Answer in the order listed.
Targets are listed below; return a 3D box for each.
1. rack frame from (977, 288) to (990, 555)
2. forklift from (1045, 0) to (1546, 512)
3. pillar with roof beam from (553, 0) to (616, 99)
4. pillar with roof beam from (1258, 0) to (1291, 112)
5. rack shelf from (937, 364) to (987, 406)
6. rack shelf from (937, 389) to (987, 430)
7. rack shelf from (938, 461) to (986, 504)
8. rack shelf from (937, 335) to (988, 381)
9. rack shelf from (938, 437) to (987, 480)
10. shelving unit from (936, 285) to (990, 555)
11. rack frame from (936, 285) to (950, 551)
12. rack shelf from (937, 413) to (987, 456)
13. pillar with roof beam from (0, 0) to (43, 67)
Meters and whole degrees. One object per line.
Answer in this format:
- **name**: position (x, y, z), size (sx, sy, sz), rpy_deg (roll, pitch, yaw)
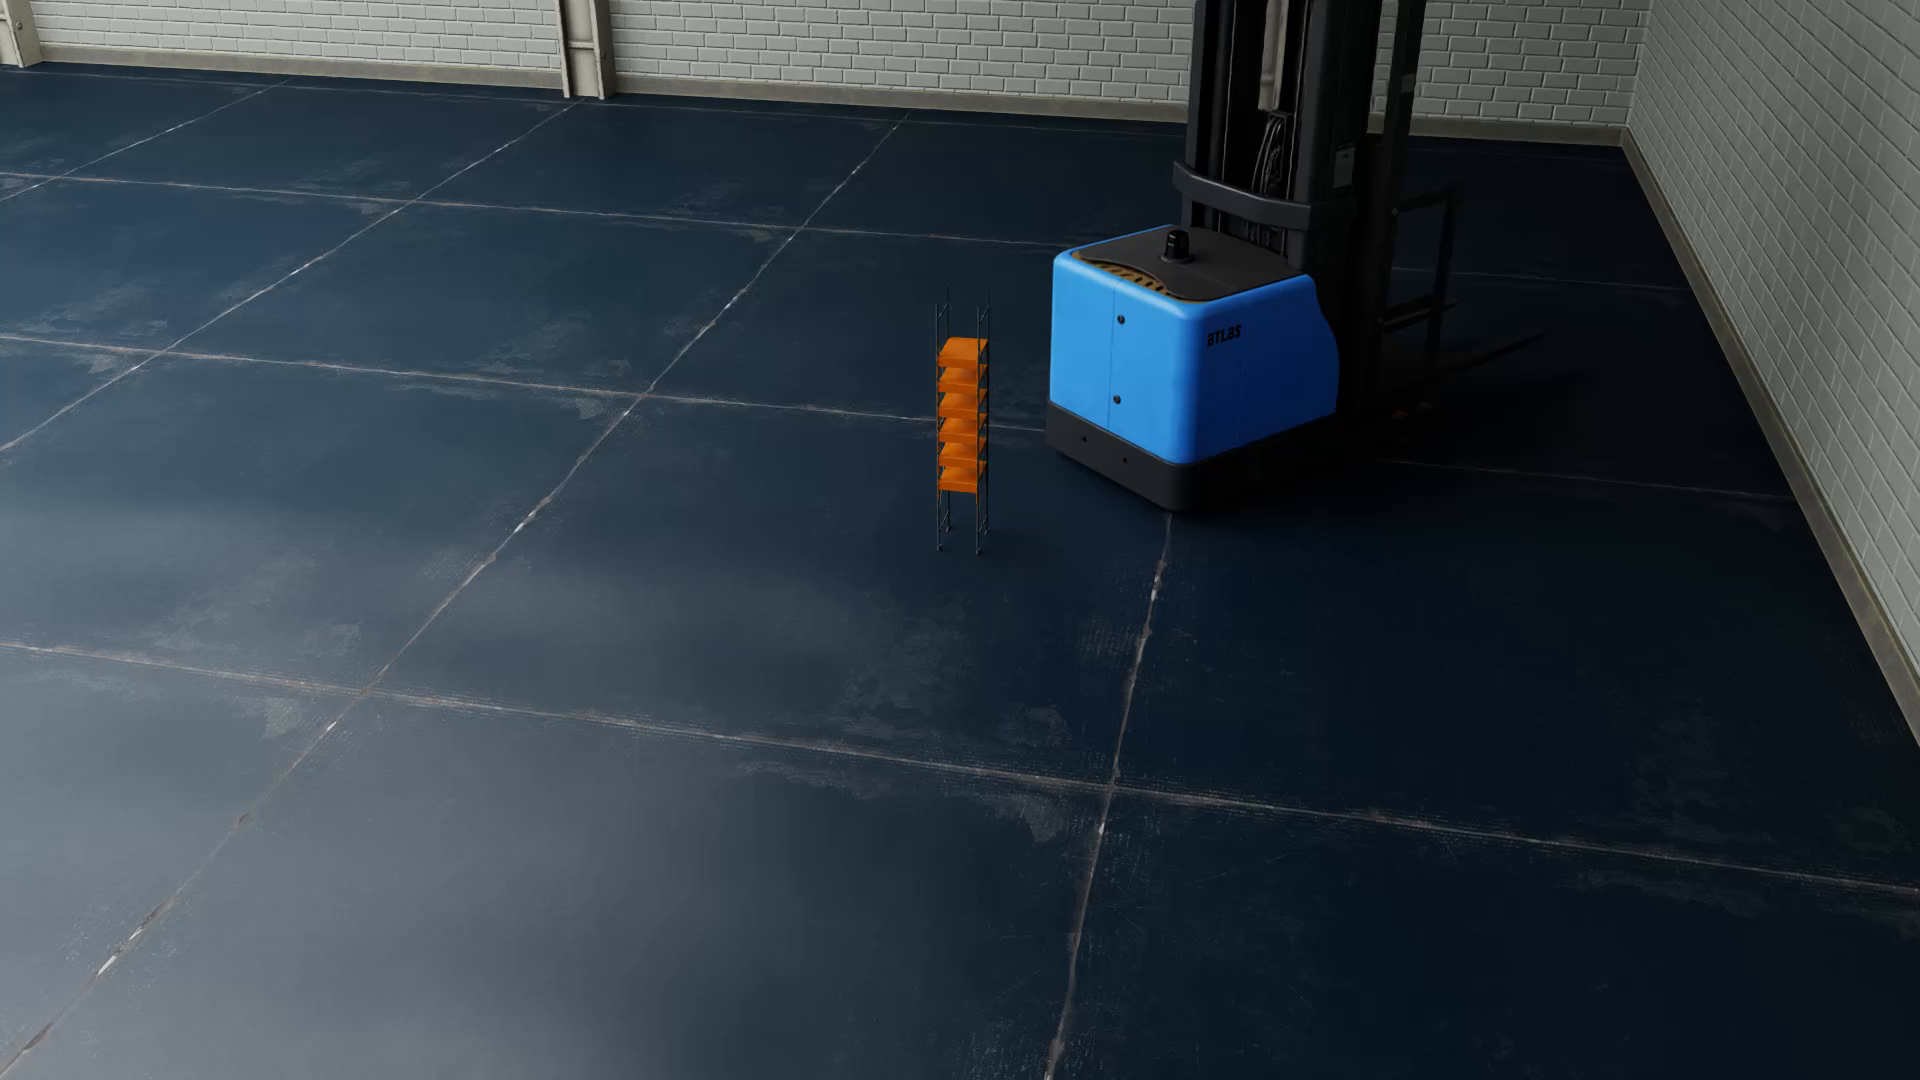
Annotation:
- **rack frame**: position (0.104, -0.516, 7.442), size (0.006, 1.200, 0.240), rpy_deg (6, 29, 11)
- **forklift**: position (1.923, -1.973, 8.301), size (3.031, 2.935, 1.130), rpy_deg (-20, 34, -32)
- **pillar with roof beam**: position (-4.269, -5.998, 9.334), size (0.400, 9.000, 9.100), rpy_deg (6, 29, 11)
- **pillar with roof beam**: position (1.599, -5.396, 8.235), size (0.400, 9.000, 9.100), rpy_deg (6, 29, 11)
- **rack shelf**: position (0.014, -0.696, 7.365), size (0.180, 0.103, 0.258), rpy_deg (6, 29, 11)
- **rack shelf**: position (0.014, -0.591, 7.423), size (0.180, 0.103, 0.258), rpy_deg (6, 29, 11)
- **rack shelf**: position (0.014, -0.275, 7.596), size (0.180, 0.103, 0.258), rpy_deg (6, 29, 11)
- **rack shelf**: position (0.014, -0.802, 7.308), size (0.180, 0.103, 0.258), rpy_deg (6, 29, 11)
- **rack shelf**: position (0.014, -0.381, 7.538), size (0.180, 0.103, 0.258), rpy_deg (6, 29, 11)
- **shelving unit**: position (0.014, -0.525, 7.459), size (0.189, 1.200, 0.258), rpy_deg (6, 29, 11)
- **rack frame**: position (-0.075, -0.534, 7.476), size (0.006, 1.200, 0.240), rpy_deg (6, 29, 11)
- **rack shelf**: position (0.014, -0.486, 7.481), size (0.180, 0.103, 0.258), rpy_deg (6, 29, 11)
- **pillar with roof beam**: position (-10.137, -6.599, 10.433), size (0.400, 9.000, 9.100), rpy_deg (6, 29, 11)
